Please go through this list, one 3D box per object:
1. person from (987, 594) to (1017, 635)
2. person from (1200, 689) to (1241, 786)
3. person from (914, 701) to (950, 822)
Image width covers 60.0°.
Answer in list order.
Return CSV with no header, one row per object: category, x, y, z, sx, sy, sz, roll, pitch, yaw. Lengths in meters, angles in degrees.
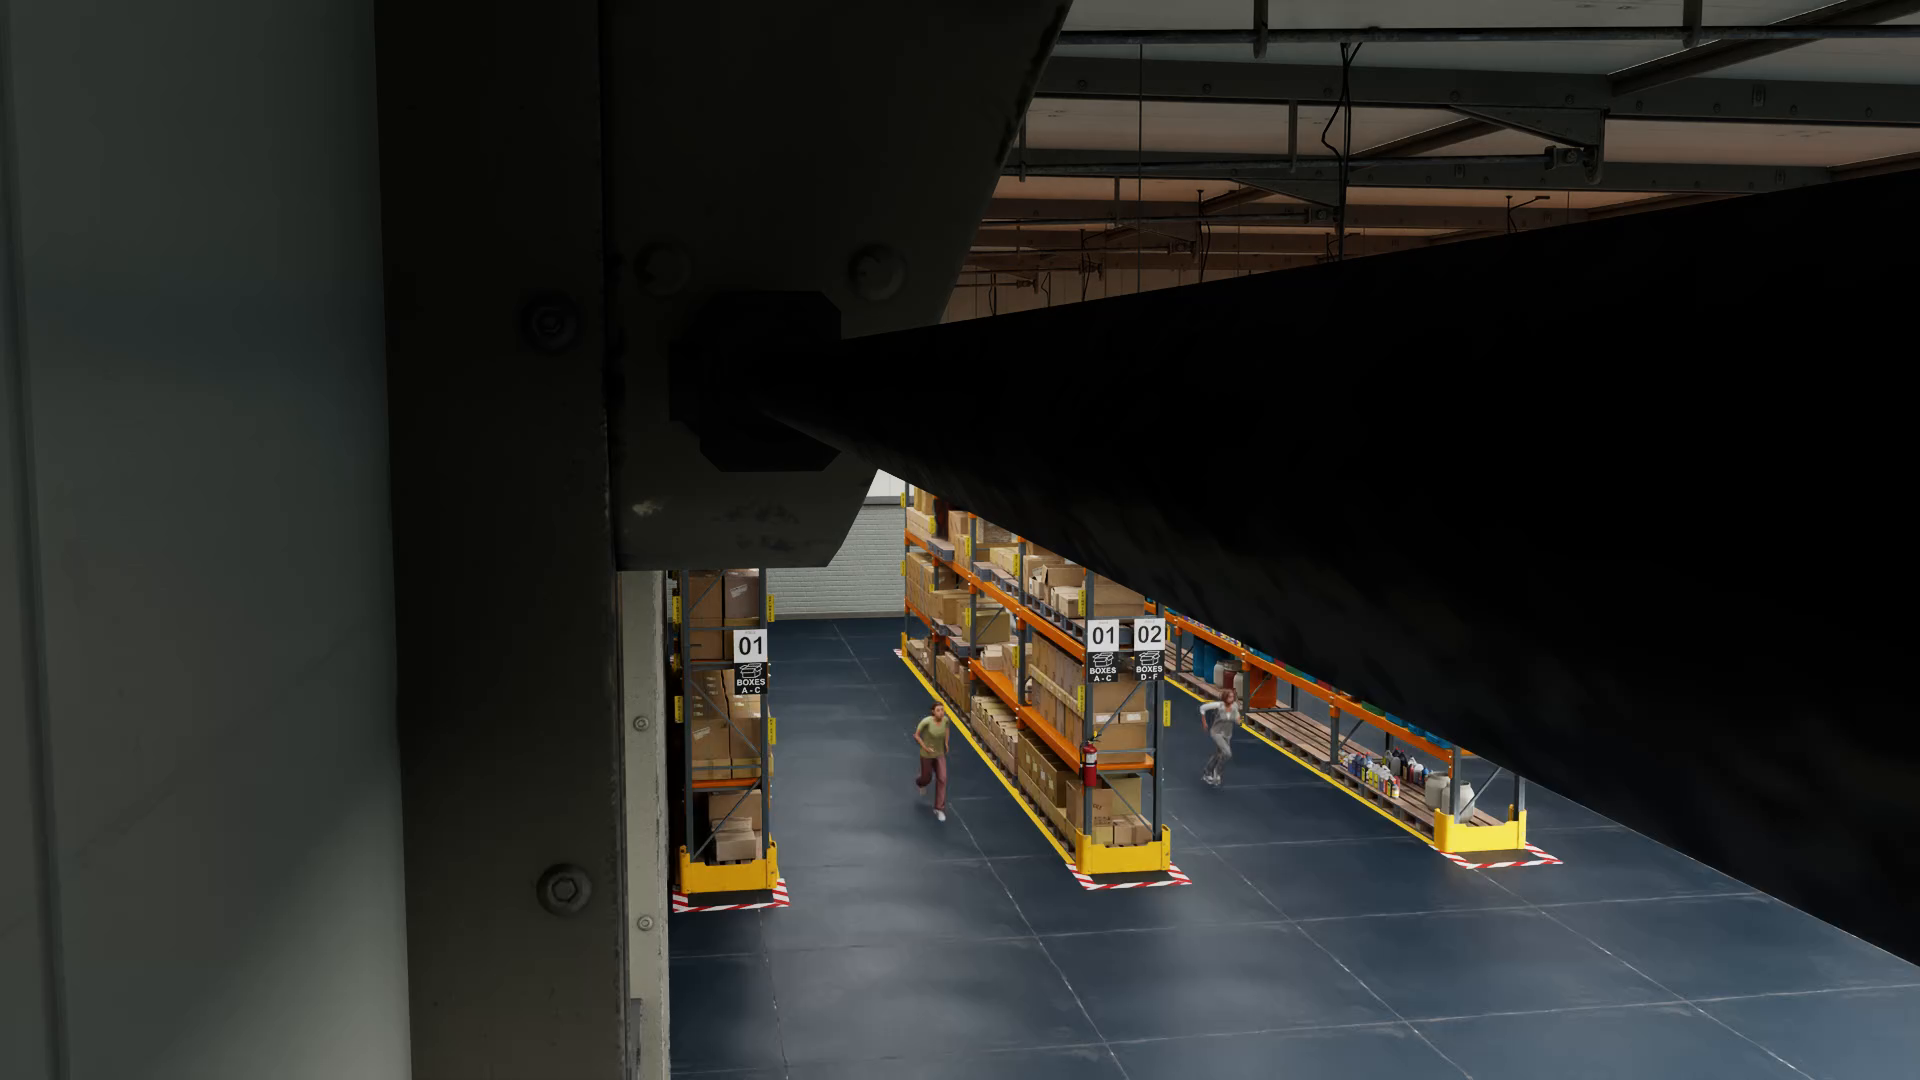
person,1.017,1.619,37.062,0.737,1.806,0.713,5,8,43
person,3.917,2.961,24.977,0.526,1.523,0.822,-3,7,-29
person,-0.399,3.076,23.664,0.579,1.658,1.059,-2,6,-21
